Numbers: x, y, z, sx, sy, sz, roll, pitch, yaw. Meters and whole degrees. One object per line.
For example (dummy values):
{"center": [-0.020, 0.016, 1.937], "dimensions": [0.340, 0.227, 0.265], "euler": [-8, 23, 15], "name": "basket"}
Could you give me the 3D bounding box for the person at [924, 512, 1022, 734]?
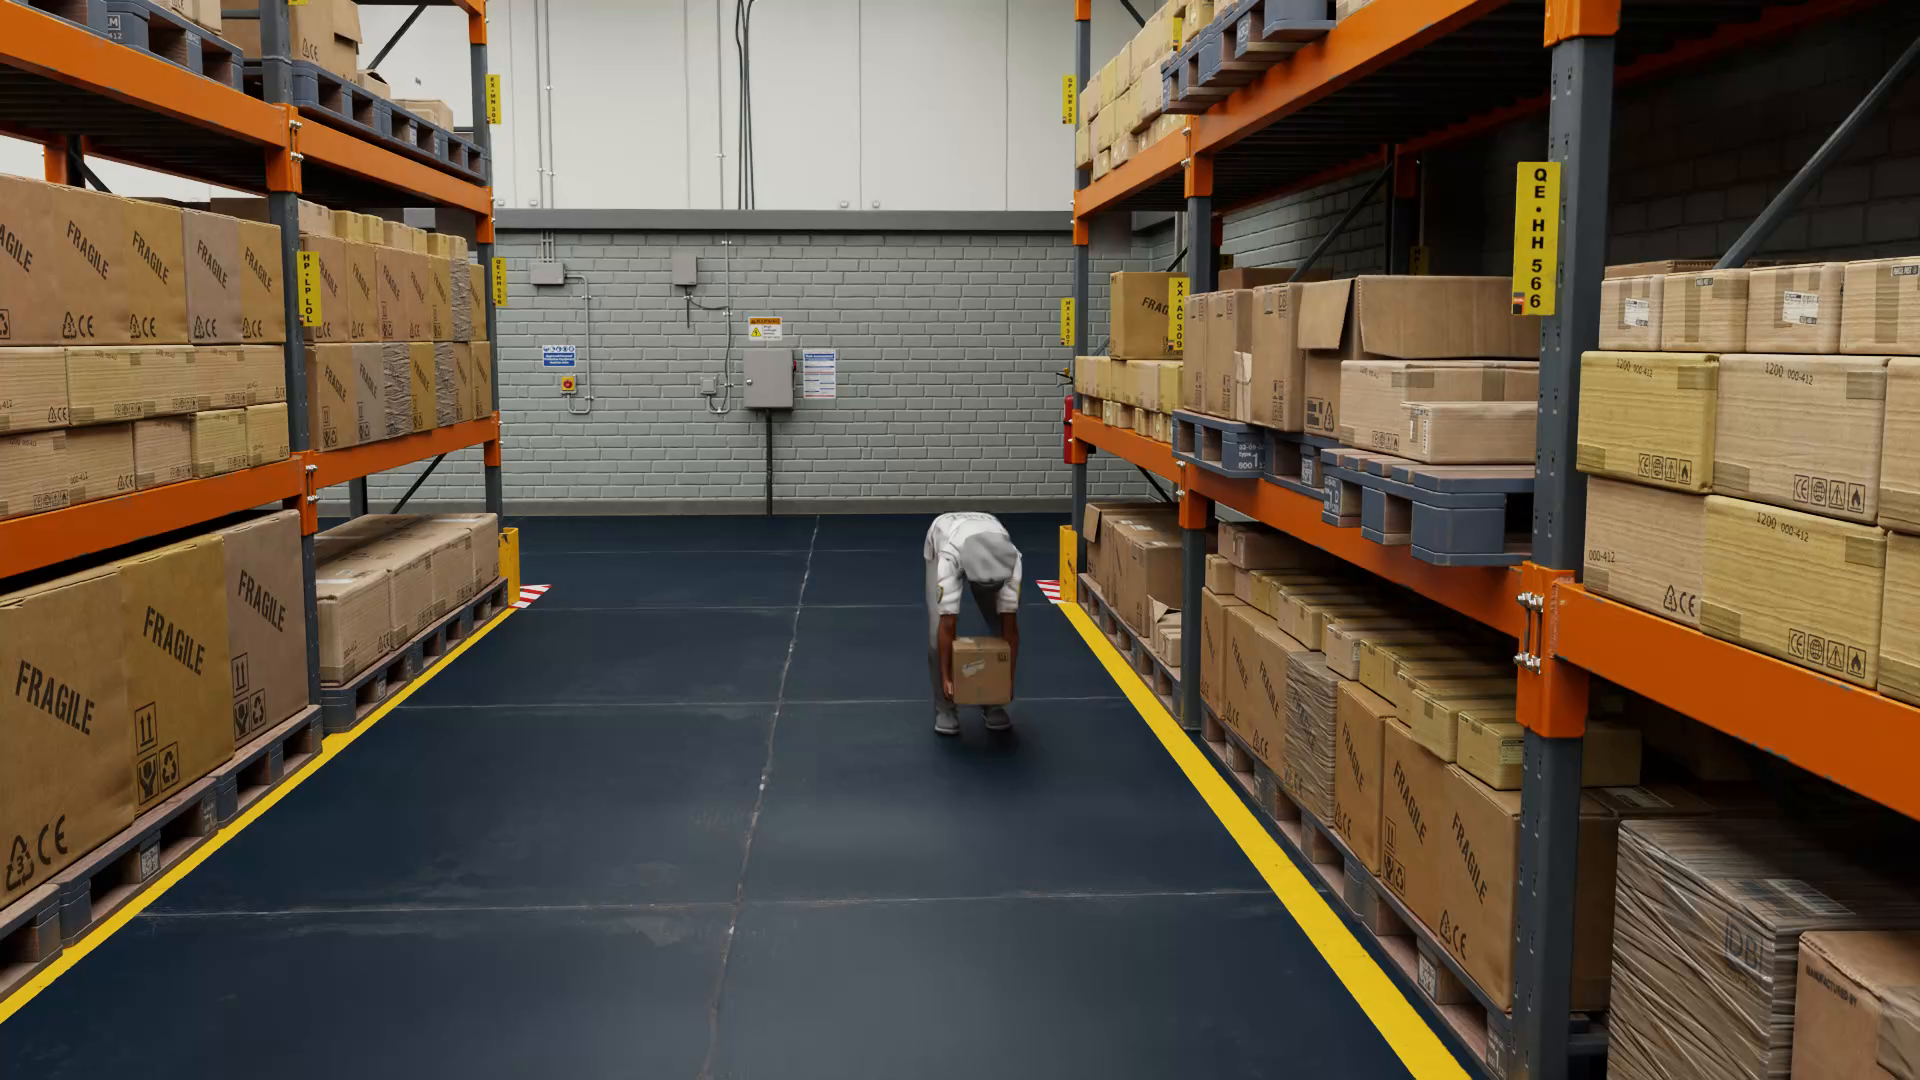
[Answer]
{"center": [0.078, 0.402, 7.620], "dimensions": [0.431, 1.022, 0.938], "euler": [-1, 7, -8], "name": "person"}
